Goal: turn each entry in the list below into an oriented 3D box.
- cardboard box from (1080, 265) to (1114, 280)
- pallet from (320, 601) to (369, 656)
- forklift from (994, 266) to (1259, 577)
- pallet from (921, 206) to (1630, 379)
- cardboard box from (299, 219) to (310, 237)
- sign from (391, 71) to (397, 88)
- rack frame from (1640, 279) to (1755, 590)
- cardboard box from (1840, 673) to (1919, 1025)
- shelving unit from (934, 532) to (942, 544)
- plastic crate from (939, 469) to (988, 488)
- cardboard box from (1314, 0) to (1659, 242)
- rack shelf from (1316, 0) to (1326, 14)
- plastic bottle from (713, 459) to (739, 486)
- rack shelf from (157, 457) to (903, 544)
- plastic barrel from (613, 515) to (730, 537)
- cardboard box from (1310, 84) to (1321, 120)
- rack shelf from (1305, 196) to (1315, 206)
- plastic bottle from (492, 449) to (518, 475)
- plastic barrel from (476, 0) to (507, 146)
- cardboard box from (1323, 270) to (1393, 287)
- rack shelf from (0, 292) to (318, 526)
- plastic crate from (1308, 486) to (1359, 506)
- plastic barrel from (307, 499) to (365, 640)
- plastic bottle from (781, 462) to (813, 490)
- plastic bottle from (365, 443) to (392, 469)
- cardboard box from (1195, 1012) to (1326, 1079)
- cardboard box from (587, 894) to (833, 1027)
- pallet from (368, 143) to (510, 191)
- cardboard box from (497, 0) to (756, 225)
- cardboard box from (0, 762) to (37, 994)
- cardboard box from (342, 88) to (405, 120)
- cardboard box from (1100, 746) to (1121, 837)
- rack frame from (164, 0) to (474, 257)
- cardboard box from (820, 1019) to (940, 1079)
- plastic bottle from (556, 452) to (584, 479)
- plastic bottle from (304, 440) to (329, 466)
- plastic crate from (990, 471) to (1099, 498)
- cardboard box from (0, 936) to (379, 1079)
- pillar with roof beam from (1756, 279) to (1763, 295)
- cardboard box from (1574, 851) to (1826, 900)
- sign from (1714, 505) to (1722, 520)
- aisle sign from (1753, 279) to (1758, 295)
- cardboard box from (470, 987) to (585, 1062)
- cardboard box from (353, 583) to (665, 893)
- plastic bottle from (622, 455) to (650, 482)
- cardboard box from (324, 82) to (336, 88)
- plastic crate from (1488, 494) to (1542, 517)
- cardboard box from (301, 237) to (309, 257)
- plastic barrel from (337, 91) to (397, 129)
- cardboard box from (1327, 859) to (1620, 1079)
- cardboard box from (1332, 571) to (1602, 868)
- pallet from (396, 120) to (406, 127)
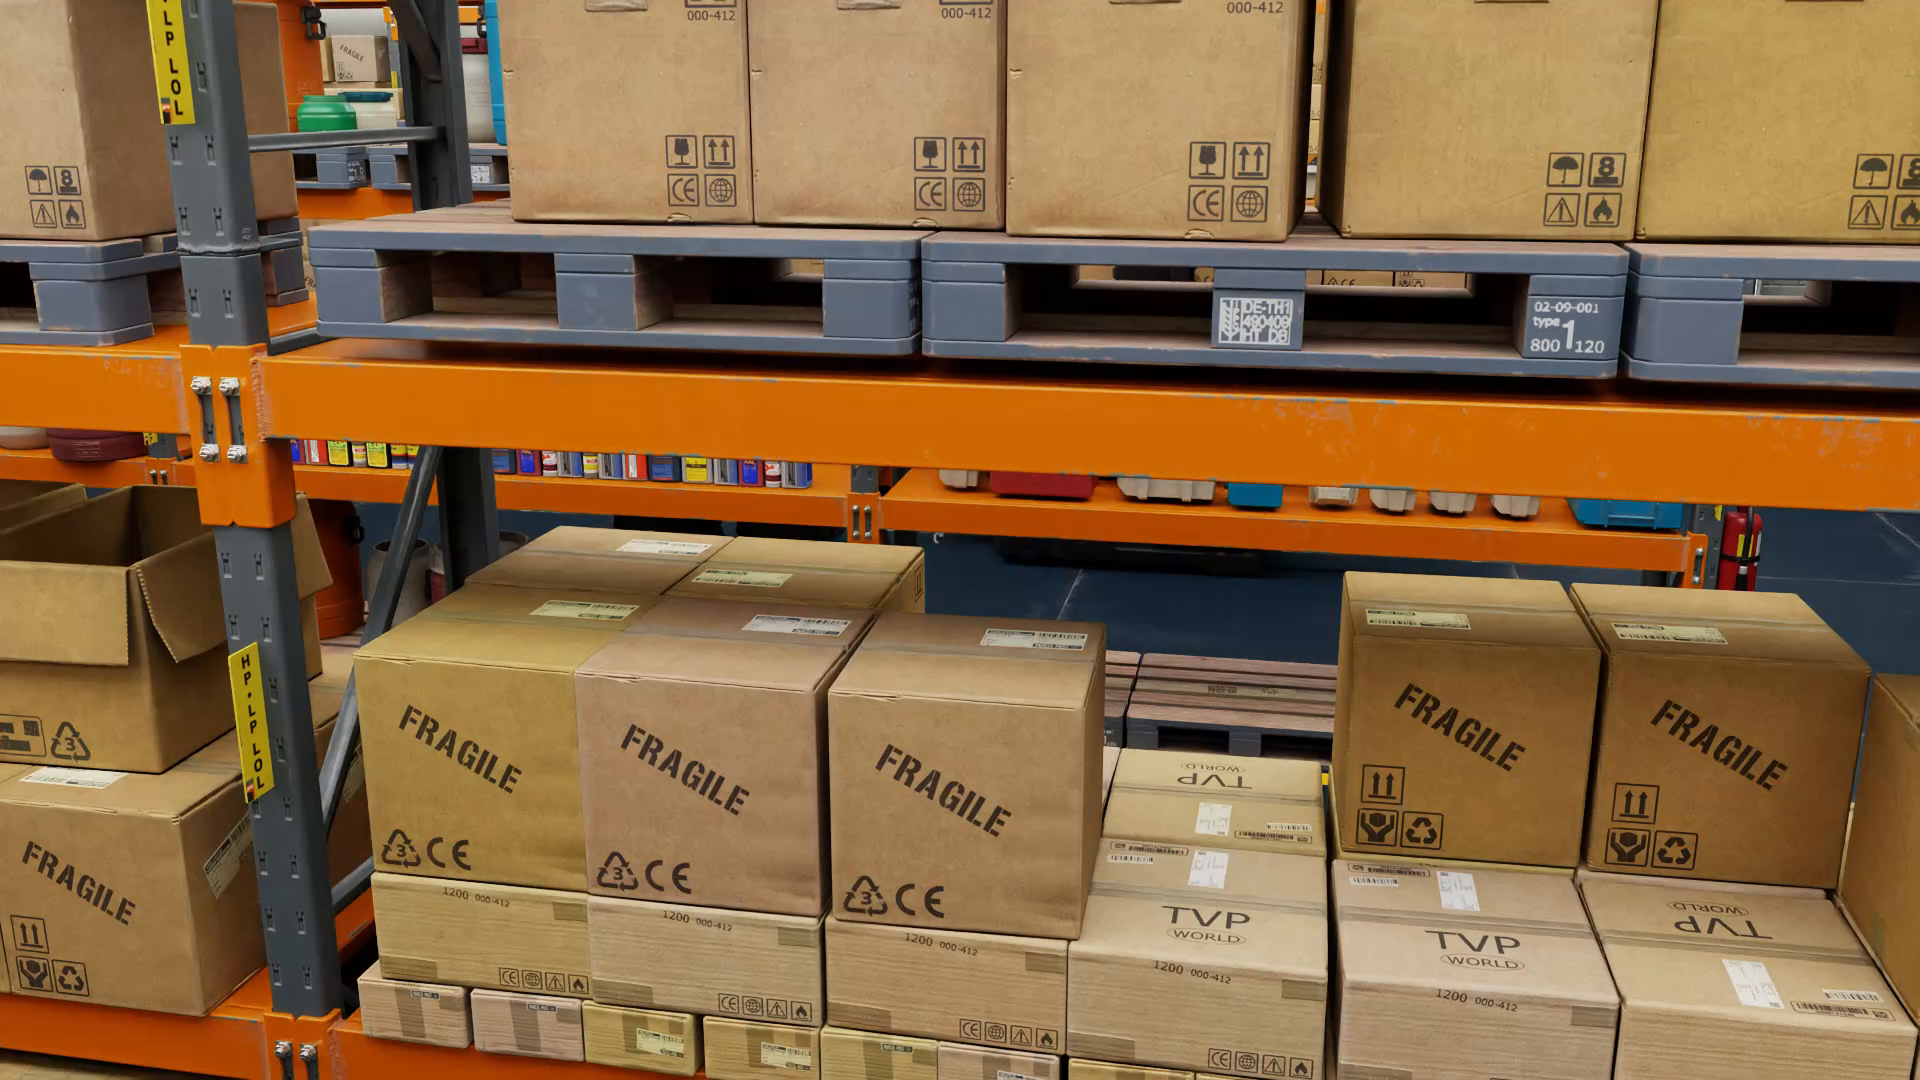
[{"bbox_3d":[1.004,-2.264,12.984,0.500,0.500,0.500,4,16,13],"label":"cardboard box"},{"bbox_3d":[-3.531,0.625,9.839,1.213,0.211,1.003,3,16,11],"label":"pallet"},{"bbox_3d":[1.814,-1.307,11.721,3.031,2.935,1.130,3,16,10],"label":"forklift"},{"bbox_3d":[0.612,-0.532,3.341,1.213,0.211,1.003,3,16,11],"label":"pallet"},{"bbox_3d":[-7.764,-3.852,19.616,0.500,0.500,0.500,3,16,9],"label":"cardboard box"},{"bbox_3d":[-6.358,-5.106,18.719,0.005,0.325,0.100,3,16,11],"label":"sign"},{"bbox_3d":[3.527,-0.324,8.042,0.127,3.000,1.000,3,16,11],"label":"rack frame"},{"bbox_3d":[2.010,0.582,3.090,0.500,0.500,0.500,3,16,12],"label":"cardboard box"},{"bbox_3d":[0.072,-0.572,12.311,0.503,1.200,0.258,3,16,10],"label":"shelving unit"},{"bbox_3d":[0.035,-0.376,8.613,0.243,0.136,0.396,3,16,11],"label":"plastic crate"},{"bbox_3d":[0.976,-0.862,3.206,0.500,0.500,0.700,2,16,7],"label":"cardboard box"},{"bbox_3d":[3.542,-5.374,17.131,4.000,0.370,1.077,3,16,11],"label":"rack shelf"},{"bbox_3d":[-1.201,-0.433,8.667,0.135,0.276,0.152,3,16,11],"label":"plastic bottle"},{"bbox_3d":[-2.352,-0.296,9.290,4.000,0.370,1.077,3,16,11],"label":"rack shelf"},{"bbox_3d":[-1.616,0.201,9.291,0.708,0.901,0.600,3,16,11],"label":"plastic barrel"},{"bbox_3d":[2.493,-3.273,12.415,0.500,0.250,0.500,3,16,11],"label":"cardboard box"},{"bbox_3d":[1.567,-1.529,8.122,4.000,0.370,1.077,3,16,11],"label":"rack shelf"},{"bbox_3d":[-2.438,-0.535,8.896,0.185,0.351,0.144,3,16,11],"label":"plastic bottle"},{"bbox_3d":[-2.095,-2.477,8.470,0.708,0.901,0.600,3,16,11],"label":"plastic barrel"},{"bbox_3d":[3.023,-2.154,12.590,0.500,0.500,0.500,4,16,13],"label":"cardboard box"},{"bbox_3d":[-3.339,-0.446,4.213,4.000,0.370,1.077,3,16,11],"label":"rack shelf"},{"bbox_3d":[1.839,-0.260,8.194,0.250,0.136,0.298,3,16,11],"label":"plastic crate"},{"bbox_3d":[-3.829,0.116,9.734,0.708,0.830,0.600,3,16,11],"label":"plastic barrel"},{"bbox_3d":[-0.843,-0.413,8.597,0.135,0.276,0.152,3,16,11],"label":"plastic bottle"},{"bbox_3d":[-3.151,-0.530,9.004,0.133,0.283,0.061,3,16,11],"label":"plastic bottle"},{"bbox_3d":[0.628,1.079,3.449,0.250,0.149,0.380,3,16,12],"label":"cardboard box"},{"bbox_3d":[-0.485,0.809,3.675,0.500,0.250,0.500,3,16,11],"label":"cardboard box"},{"bbox_3d":[-2.292,-1.967,8.708,1.213,0.211,1.003,3,16,11],"label":"pallet"},{"bbox_3d":[-0.601,-0.959,3.556,0.500,0.500,0.700,2,16,8],"label":"cardboard box"},{"bbox_3d":[-2.376,0.729,4.053,0.500,0.500,0.500,4,16,13],"label":"cardboard box"},{"bbox_3d":[-4.853,-3.687,14.057,0.500,0.250,0.500,3,16,10],"label":"cardboard box"},{"bbox_3d":[0.113,0.697,4.081,0.500,0.250,0.500,3,16,12],"label":"cardboard box"},{"bbox_3d":[-1.379,-2.132,3.332,0.127,3.000,1.000,3,16,11],"label":"rack frame"},{"bbox_3d":[-0.131,1.038,3.597,0.250,0.149,0.380,3,16,10],"label":"cardboard box"},{"bbox_3d":[-2.054,-0.479,8.835,0.135,0.276,0.152,3,16,11],"label":"plastic bottle"},{"bbox_3d":[-3.499,-0.557,9.118,0.135,0.276,0.152,3,16,11],"label":"plastic bottle"},{"bbox_3d":[0.432,-0.483,8.385,0.583,0.464,0.402,3,16,11],"label":"plastic crate"},{"bbox_3d":[-2.011,1.552,4.464,0.875,0.875,1.225,3,16,11],"label":"cardboard box"},{"bbox_3d":[7.462,-4.763,12.830,0.400,9.000,9.100,3,16,11],"label":"pillar with roof beam"},{"bbox_3d":[1.613,0.779,3.786,0.500,0.250,0.500,3,16,10],"label":"cardboard box"},{"bbox_3d":[3.434,-0.258,7.498,0.005,0.325,0.100,3,16,11],"label":"sign"},{"bbox_3d":[3.539,-1.496,7.405,0.004,0.787,0.394,3,16,11],"label":"aisle sign"},{"bbox_3d":[-0.898,0.997,3.745,0.250,0.149,0.380,3,16,9],"label":"cardboard box"},{"bbox_3d":[-0.961,0.419,3.680,0.500,0.500,0.500,3,16,11],"label":"cardboard box"},{"bbox_3d":[-1.695,-0.460,8.764,0.135,0.276,0.152,3,16,11],"label":"plastic bottle"},{"bbox_3d":[-7.295,-5.050,19.259,0.500,0.500,0.500,2,16,6],"label":"cardboard box"},{"bbox_3d":[2.692,-0.222,8.055,0.243,0.136,0.396,3,16,11],"label":"plastic crate"},{"bbox_3d":[-7.765,-3.489,19.710,0.500,0.250,0.500,3,16,11],"label":"cardboard box"},{"bbox_3d":[-3.232,-2.312,9.073,0.301,0.262,0.301,0,15,0],"label":"plastic barrel"},{"bbox_3d":[1.017,0.890,3.383,0.500,0.250,0.500,3,16,9],"label":"cardboard box"},{"bbox_3d":[1.125,0.391,3.782,0.500,0.500,0.500,3,16,10],"label":"cardboard box"},{"bbox_3d":[-4.004,-3.412,13.926,1.003,0.211,1.213,4,16,14],"label":"pallet"}]
